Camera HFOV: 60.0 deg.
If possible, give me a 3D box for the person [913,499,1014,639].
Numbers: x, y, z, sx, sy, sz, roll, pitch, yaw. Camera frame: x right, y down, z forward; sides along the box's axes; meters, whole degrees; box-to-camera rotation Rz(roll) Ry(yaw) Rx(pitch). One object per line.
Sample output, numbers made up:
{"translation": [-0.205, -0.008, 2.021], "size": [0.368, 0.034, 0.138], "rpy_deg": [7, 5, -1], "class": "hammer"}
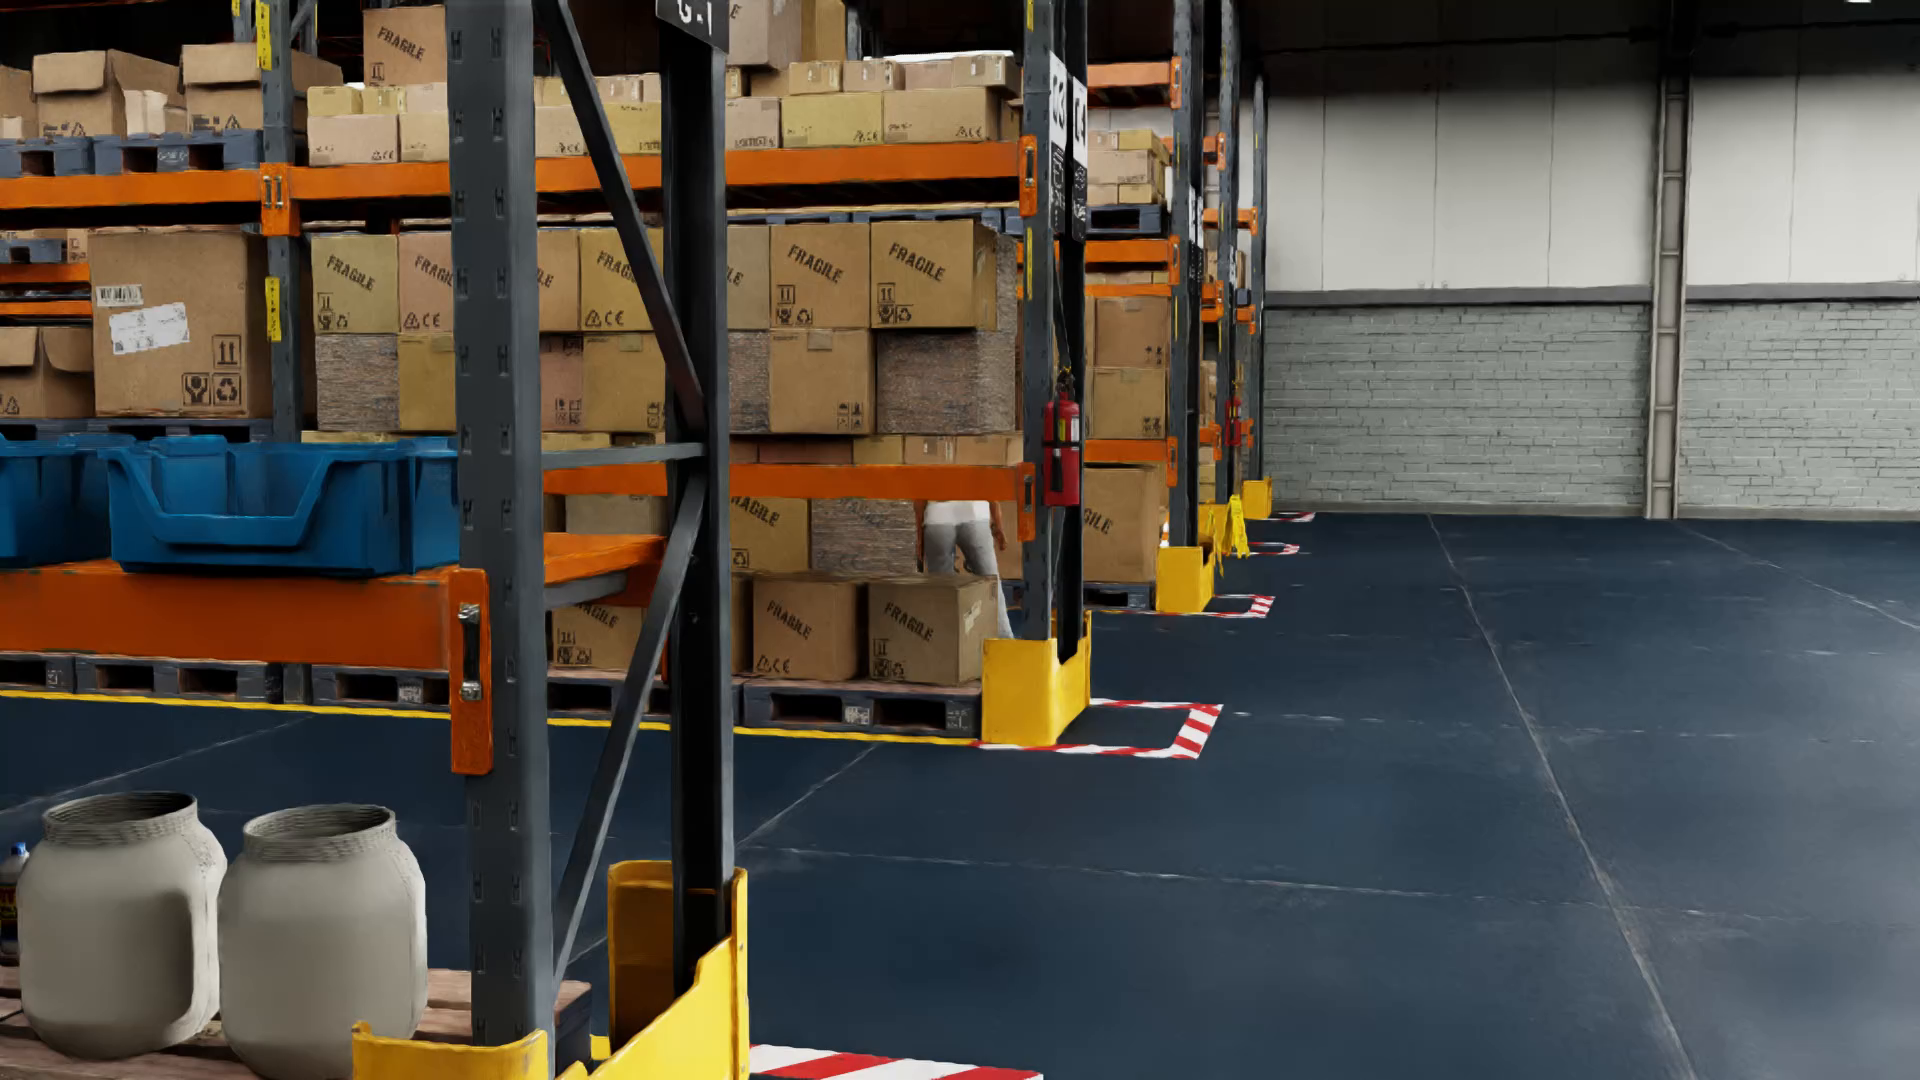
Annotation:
{"translation": [0.034, -0.053, 10.075], "size": [0.650, 1.629, 0.465], "rpy_deg": [0, 5, 0], "class": "person"}
